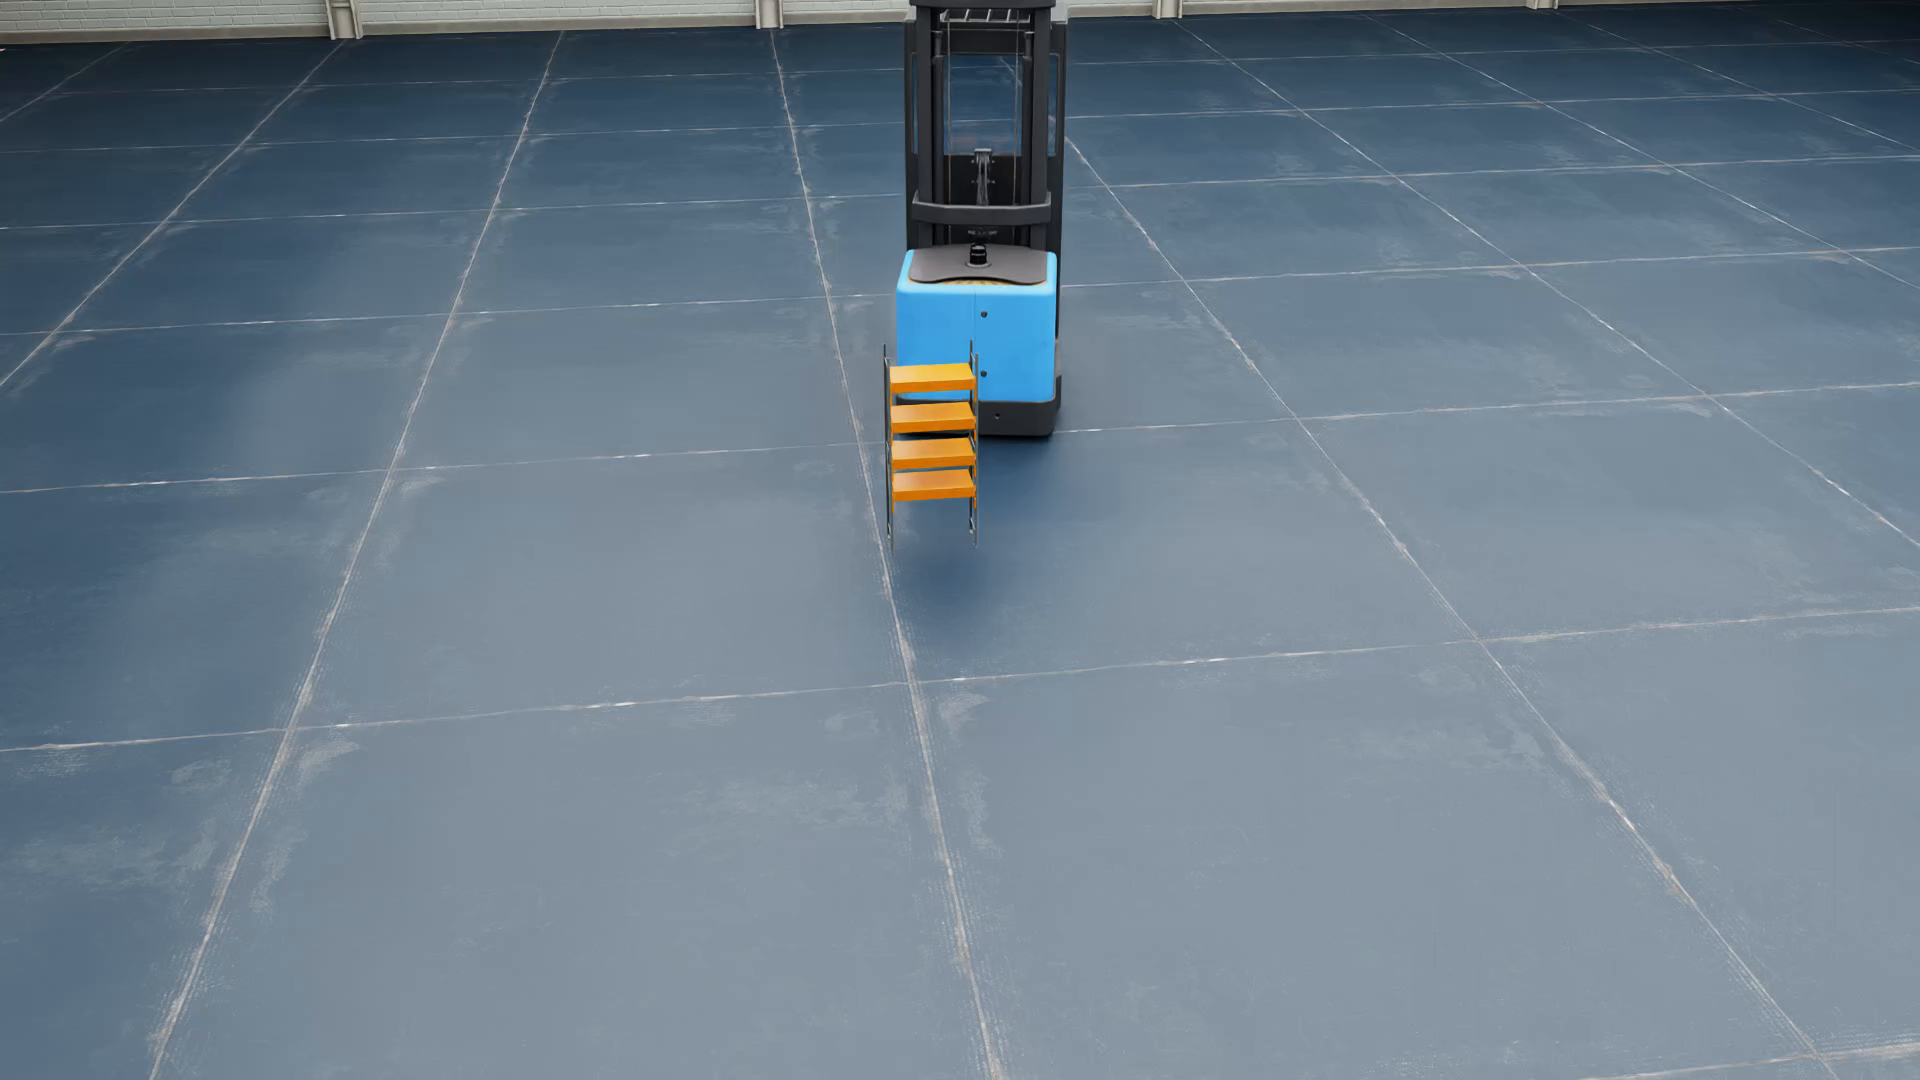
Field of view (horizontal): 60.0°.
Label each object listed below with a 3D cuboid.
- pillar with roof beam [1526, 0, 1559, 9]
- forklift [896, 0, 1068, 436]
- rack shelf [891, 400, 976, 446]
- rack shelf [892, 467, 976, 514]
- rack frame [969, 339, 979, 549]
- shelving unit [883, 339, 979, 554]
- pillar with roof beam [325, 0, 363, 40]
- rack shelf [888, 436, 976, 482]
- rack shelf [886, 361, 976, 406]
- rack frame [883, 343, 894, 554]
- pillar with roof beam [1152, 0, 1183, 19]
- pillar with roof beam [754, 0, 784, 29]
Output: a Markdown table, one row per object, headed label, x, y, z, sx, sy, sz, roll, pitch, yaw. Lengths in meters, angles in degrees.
| label | x | y | z | sx | sy | sz | roll | pitch | yaw |
| --- | --- | --- | --- | --- | --- | --- | --- | --- | --- |
| pillar with roof beam | 9.679 | -10.383 | 20.128 | 0.400 | 9.000 | 9.100 | -4 | 27 | -7 |
| forklift | 0.182 | -2.624 | 11.653 | 1.130 | 2.935 | 3.031 | 1 | 27 | 3 |
| rack shelf | -0.164 | -0.662 | 9.384 | 0.480 | 0.148 | 0.258 | -4 | 27 | -7 |
| rack shelf | -0.164 | -0.287 | 9.577 | 0.480 | 0.148 | 0.258 | -4 | 27 | -7 |
| rack frame | 0.078 | -0.539 | 9.486 | 0.015 | 1.200 | 0.240 | -4 | 27 | -7 |
| shelving unit | -0.164 | -0.523 | 9.456 | 0.503 | 1.200 | 0.258 | -4 | 27 | -7 |
| pillar with roof beam | -8.145 | -9.238 | 17.896 | 0.400 | 9.000 | 9.100 | -4 | 27 | -7 |
| rack shelf | -0.164 | -0.463 | 9.486 | 0.480 | 0.148 | 0.258 | -4 | 27 | -7 |
| rack shelf | -0.164 | -0.873 | 9.276 | 0.480 | 0.148 | 0.258 | -4 | 27 | -7 |
| rack frame | -0.406 | -0.508 | 9.425 | 0.015 | 1.200 | 0.240 | -4 | 27 | -7 |
| pillar with roof beam | 3.738 | -10.001 | 19.384 | 0.400 | 9.000 | 9.100 | -4 | 27 | -7 |
| pillar with roof beam | -2.204 | -9.619 | 18.640 | 0.400 | 9.000 | 9.100 | -4 | 27 | -7 |
